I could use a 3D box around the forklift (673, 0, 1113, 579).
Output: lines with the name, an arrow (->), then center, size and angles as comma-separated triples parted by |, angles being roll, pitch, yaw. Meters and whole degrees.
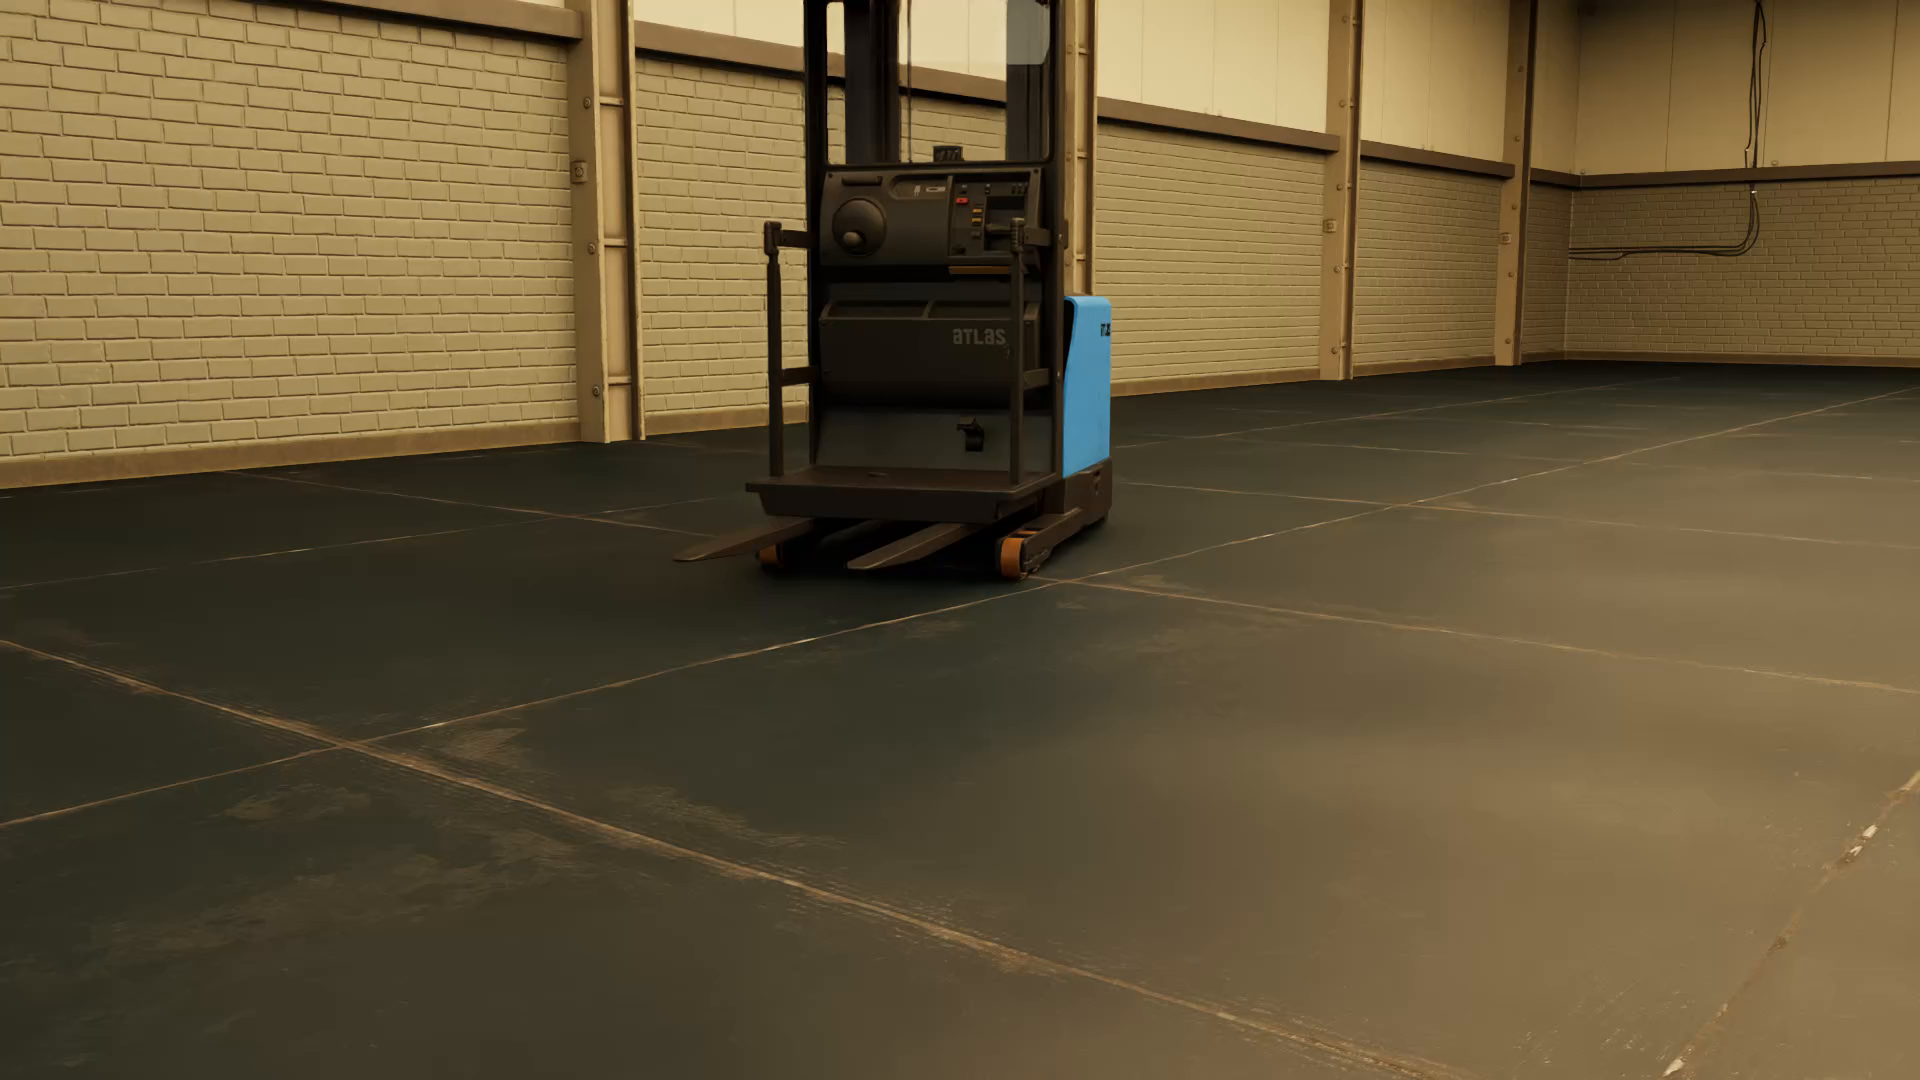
forklift -> -0.183, -1.362, 6.593 | 1.130, 2.935, 3.031 | 3, 9, 17
